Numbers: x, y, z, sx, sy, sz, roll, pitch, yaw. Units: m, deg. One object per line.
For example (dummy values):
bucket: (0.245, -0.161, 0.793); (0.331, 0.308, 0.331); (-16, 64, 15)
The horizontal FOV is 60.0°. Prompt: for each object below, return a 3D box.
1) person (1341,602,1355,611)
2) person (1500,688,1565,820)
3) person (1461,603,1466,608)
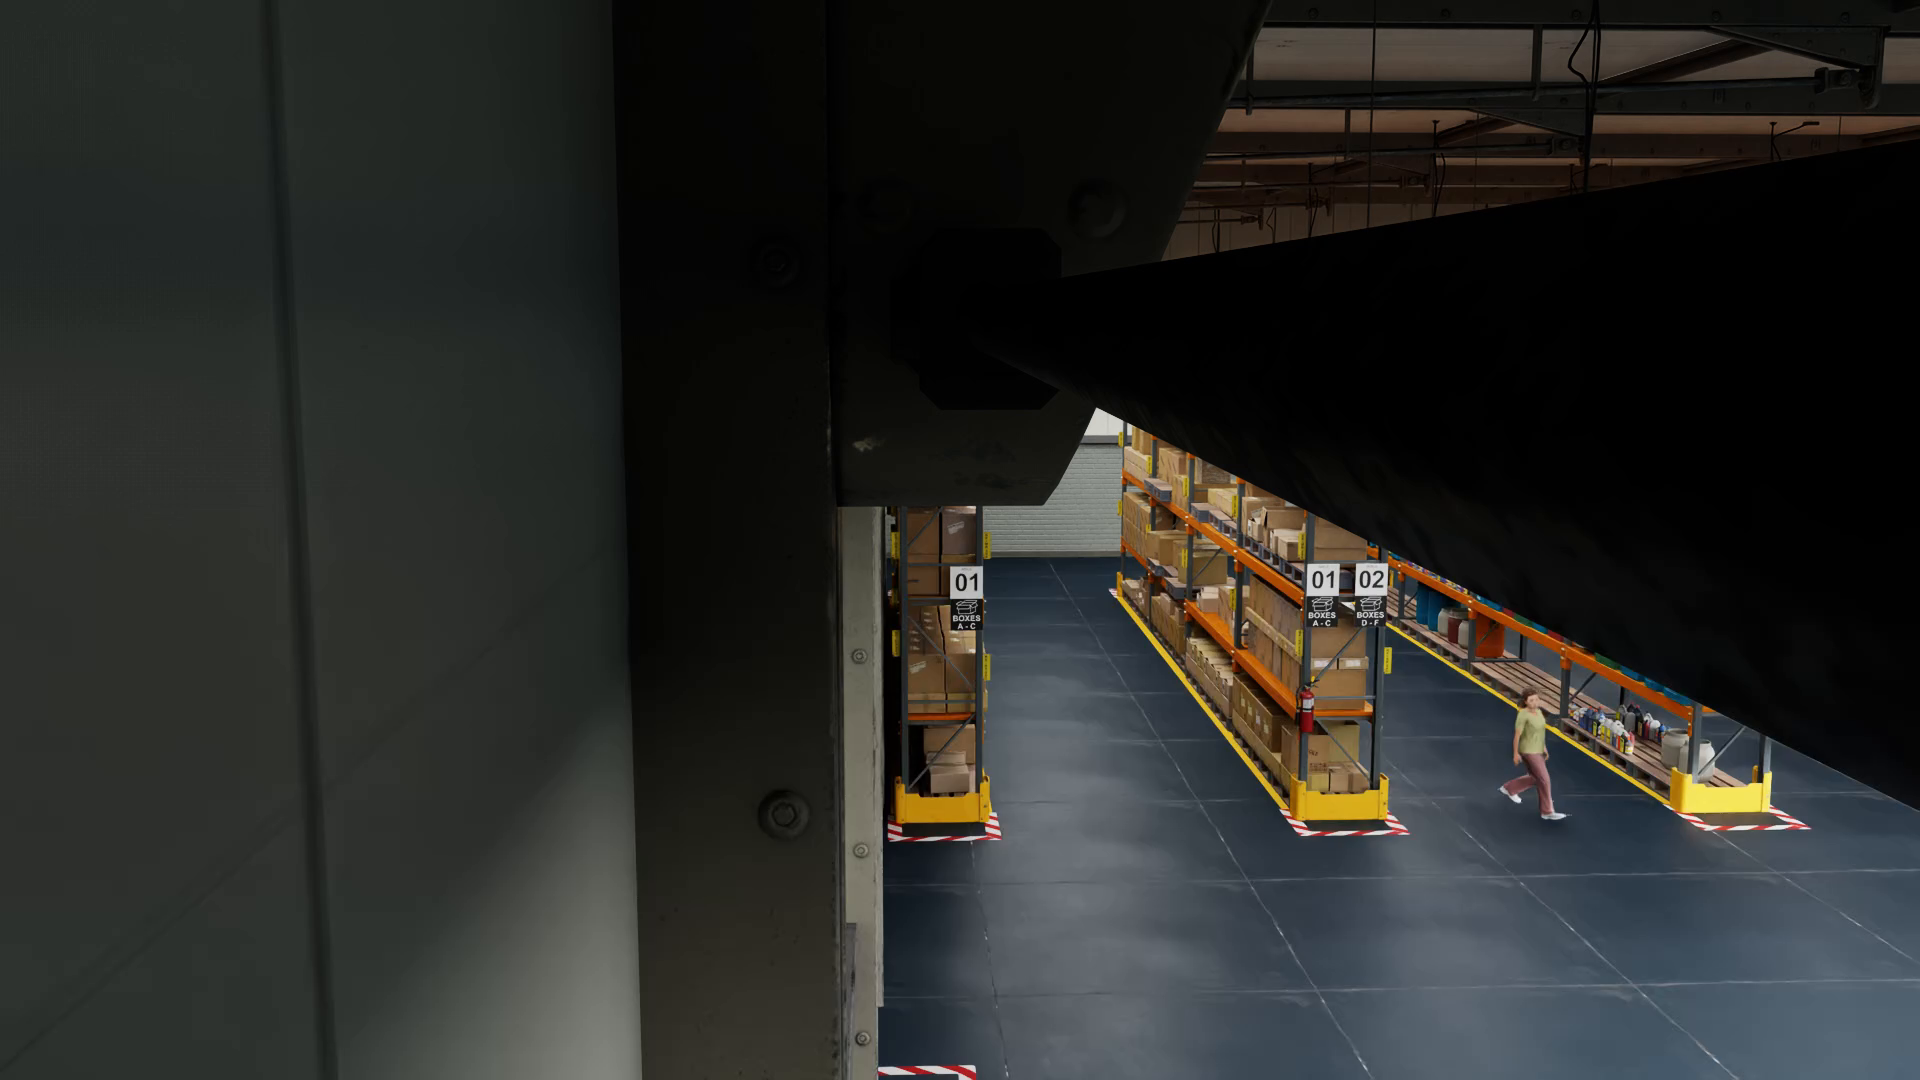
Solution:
person: (6.328, 1.571, 27.723); (0.568, 1.773, 0.494); (0, 8, 2)
person: (7.120, 2.633, 20.684); (0.452, 1.623, 0.910); (-8, 11, -43)
person: (10.471, 0.772, 33.791); (0.422, 1.606, 1.106); (-4, 9, -29)
